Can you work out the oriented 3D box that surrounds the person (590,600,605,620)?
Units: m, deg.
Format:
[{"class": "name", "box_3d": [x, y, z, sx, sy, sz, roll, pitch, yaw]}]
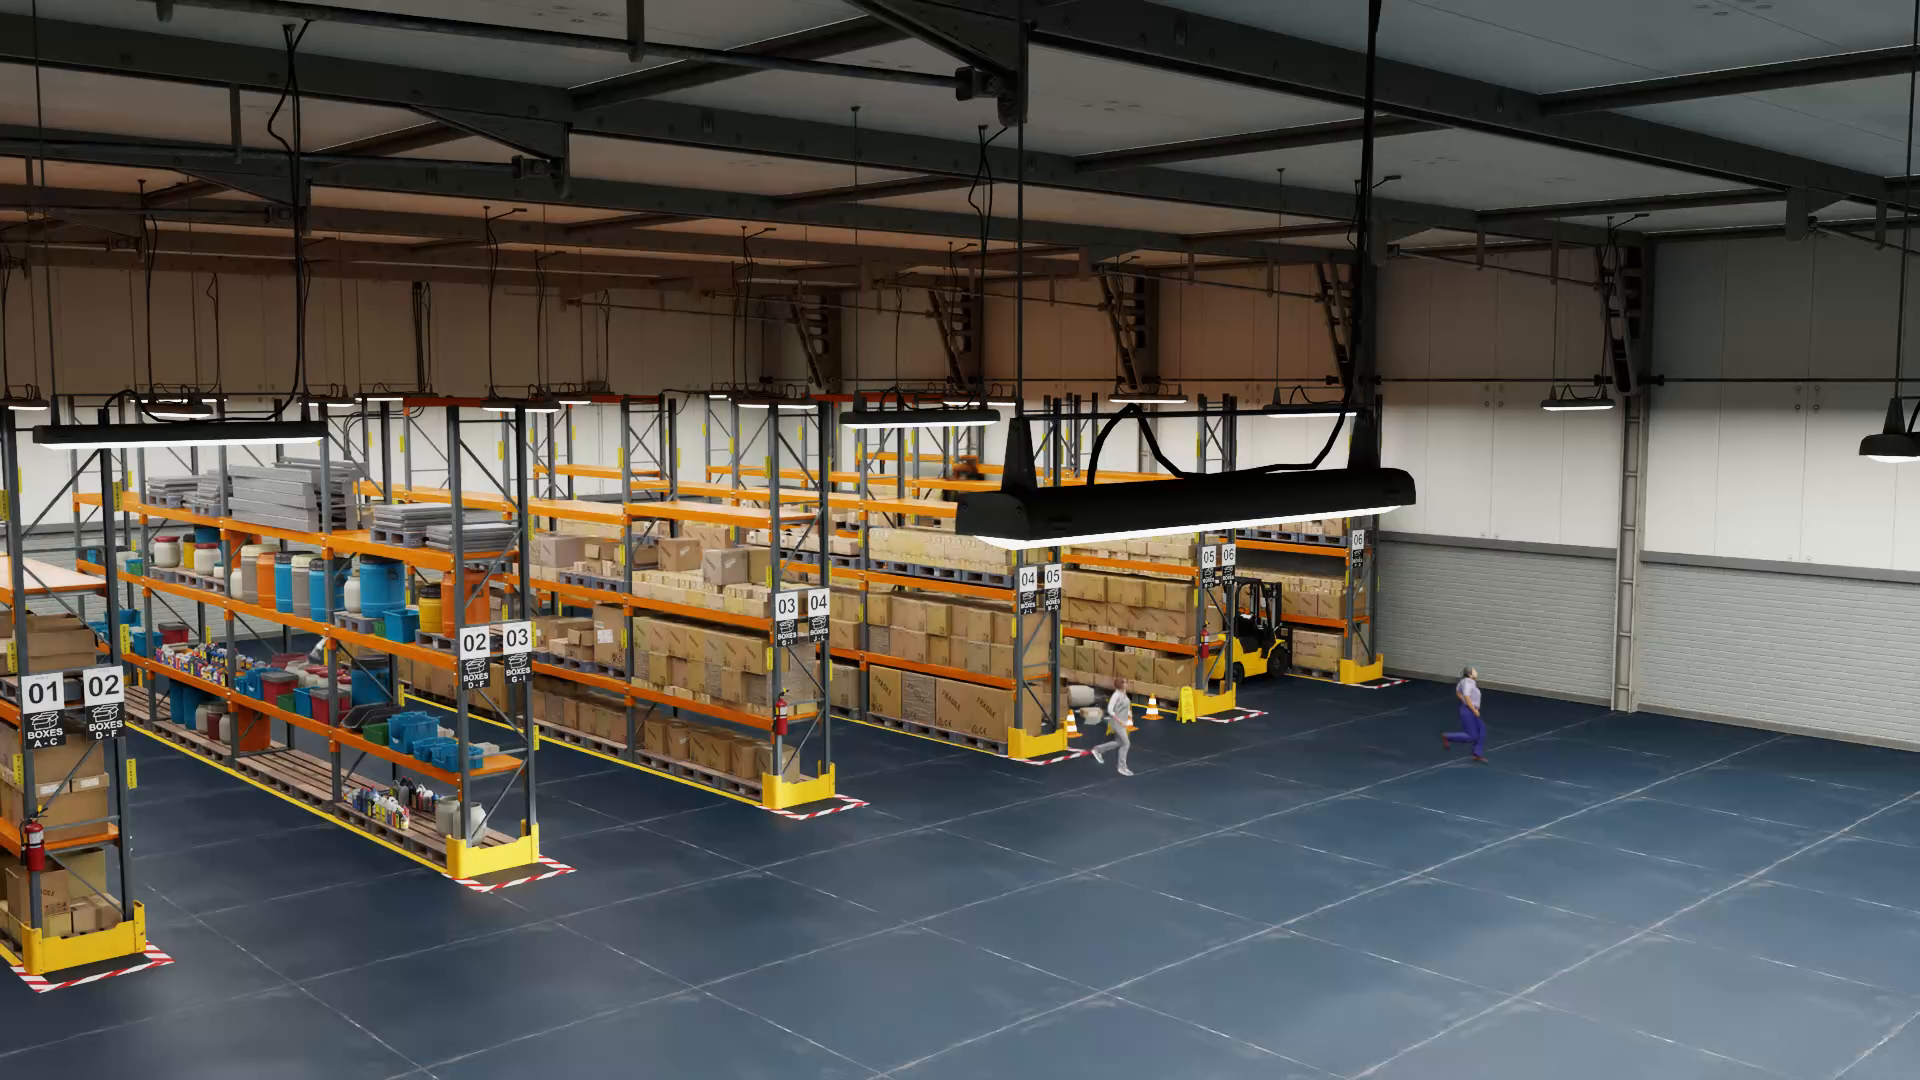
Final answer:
[{"class": "person", "box_3d": [-7.464, 2.124, 34.891, 0.661, 1.742, 0.707, -4, 7, -37]}]

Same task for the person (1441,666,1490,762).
[{"class": "person", "box_3d": [8.401, 2.893, 27.588, 0.809, 1.619, 0.590, 1, 6, 12]}]

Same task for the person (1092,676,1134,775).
[{"class": "person", "box_3d": [2.461, 2.969, 26.733, 0.700, 1.599, 0.539, 2, 6, 19]}]

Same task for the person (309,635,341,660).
[{"class": "person", "box_3d": [-14.069, 1.864, 37.115, 0.907, 1.801, 0.674, -5, 7, -41]}]
